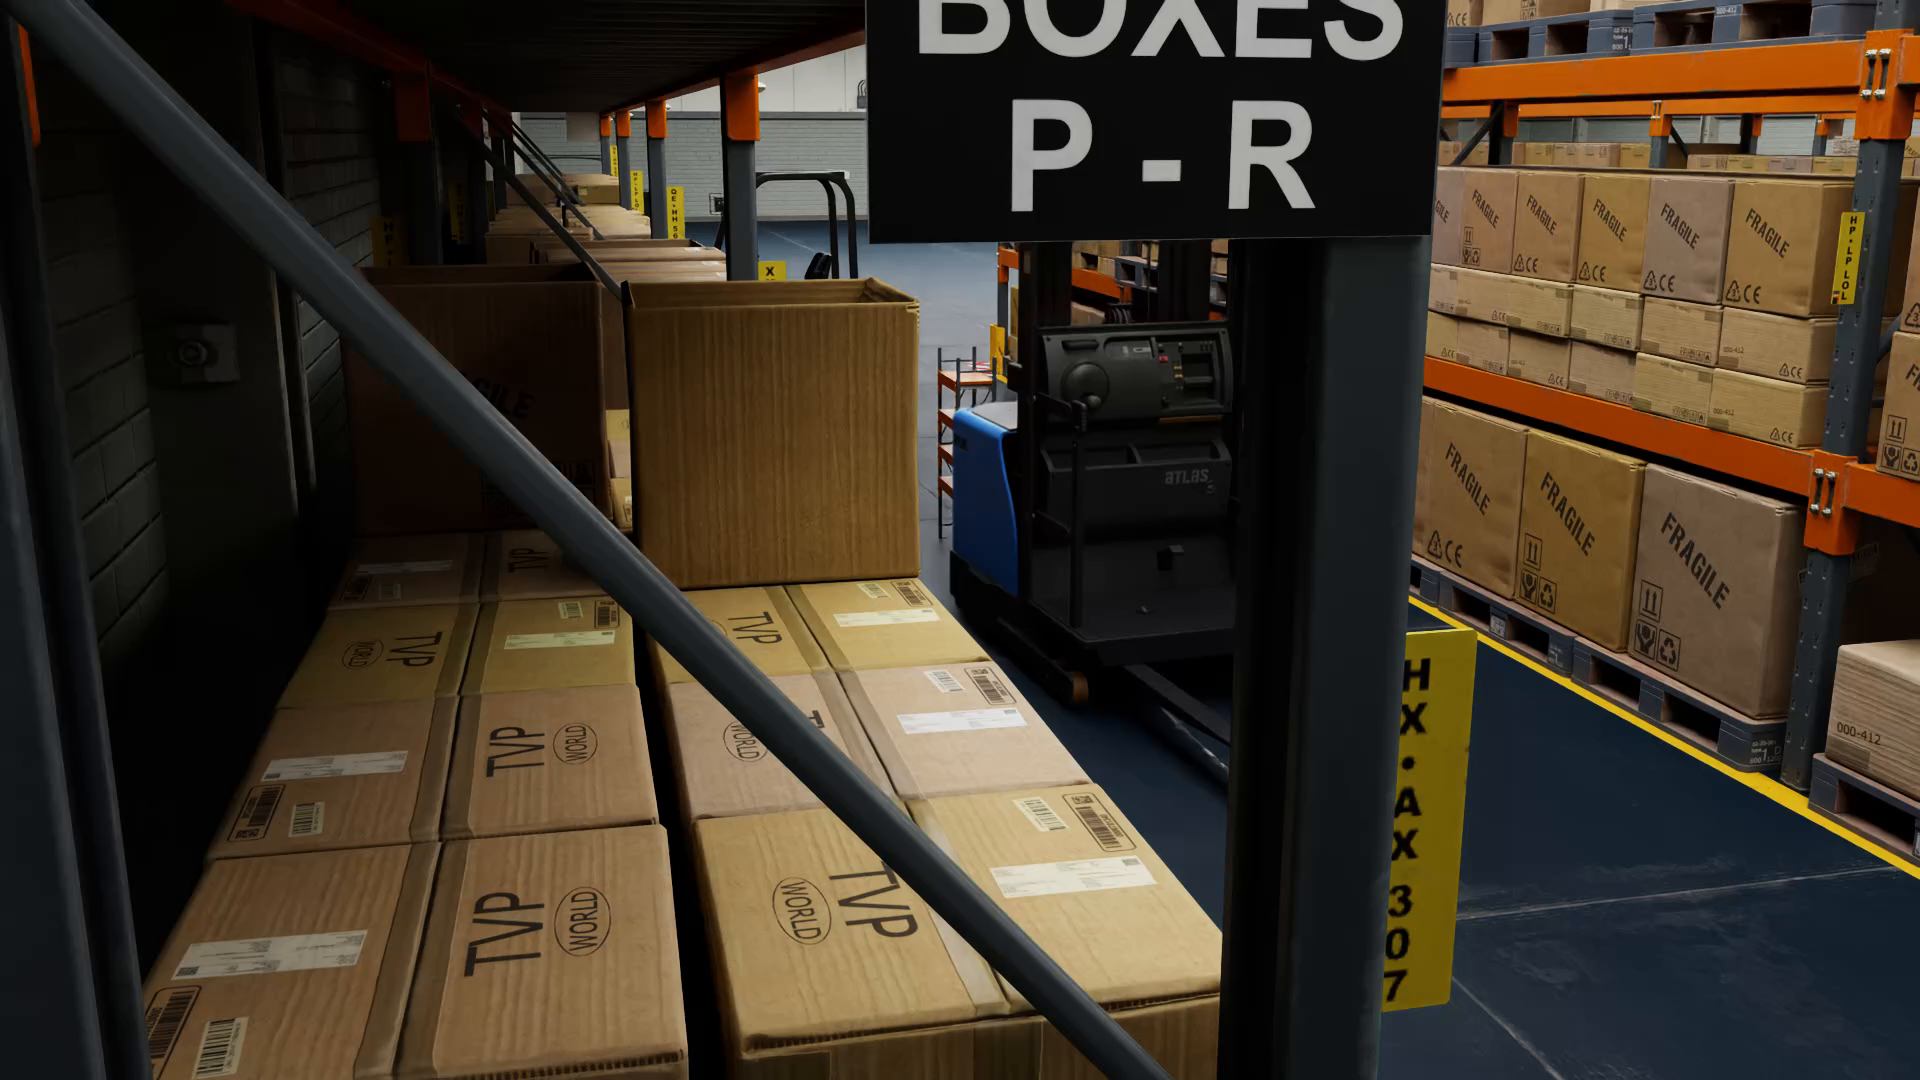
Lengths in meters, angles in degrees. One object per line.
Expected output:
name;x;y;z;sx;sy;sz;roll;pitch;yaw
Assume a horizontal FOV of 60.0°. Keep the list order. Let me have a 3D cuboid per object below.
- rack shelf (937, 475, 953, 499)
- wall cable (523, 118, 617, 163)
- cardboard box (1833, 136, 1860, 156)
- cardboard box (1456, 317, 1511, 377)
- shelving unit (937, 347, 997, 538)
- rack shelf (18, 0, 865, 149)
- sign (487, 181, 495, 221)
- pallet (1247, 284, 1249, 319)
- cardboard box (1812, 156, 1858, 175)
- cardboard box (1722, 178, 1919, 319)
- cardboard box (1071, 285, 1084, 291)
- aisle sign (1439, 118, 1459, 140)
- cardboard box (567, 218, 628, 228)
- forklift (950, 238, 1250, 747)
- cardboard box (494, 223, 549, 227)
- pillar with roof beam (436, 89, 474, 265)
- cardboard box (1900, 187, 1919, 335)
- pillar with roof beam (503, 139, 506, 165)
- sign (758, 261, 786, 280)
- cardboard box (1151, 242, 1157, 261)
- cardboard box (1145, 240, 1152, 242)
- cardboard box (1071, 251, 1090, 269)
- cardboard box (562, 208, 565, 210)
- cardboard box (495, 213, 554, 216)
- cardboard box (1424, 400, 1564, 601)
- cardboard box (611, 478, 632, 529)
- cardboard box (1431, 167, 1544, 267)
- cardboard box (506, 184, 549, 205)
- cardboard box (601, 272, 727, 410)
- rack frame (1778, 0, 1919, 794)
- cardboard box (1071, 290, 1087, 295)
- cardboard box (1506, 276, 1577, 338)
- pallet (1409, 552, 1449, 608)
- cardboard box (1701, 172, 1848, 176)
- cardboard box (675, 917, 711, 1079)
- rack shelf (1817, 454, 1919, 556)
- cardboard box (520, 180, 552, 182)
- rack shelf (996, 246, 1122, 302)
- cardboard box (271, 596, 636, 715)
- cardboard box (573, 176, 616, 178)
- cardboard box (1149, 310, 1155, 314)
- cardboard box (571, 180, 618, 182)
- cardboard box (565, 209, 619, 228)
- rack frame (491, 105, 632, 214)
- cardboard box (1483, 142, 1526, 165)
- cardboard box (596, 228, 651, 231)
rack shelf;0.039;-0.286;10.191;0.258;0.148;0.480;-3;14;-13
wall cable;-11.091;-11.879;46.630;3.097;2.526;0.112;-3;14;-13
cardboard box;10.395;-4.376;19.075;0.500;0.500;0.500;-3;14;-13
cardboard box;2.902;-1.003;8.528;0.500;0.250;0.500;-3;14;-11
shelving unit;0.039;-0.545;10.128;0.258;1.200;0.503;-3;14;-13
rack shelf;-0.638;-0.888;2.936;1.077;0.370;4.000;-3;14;-13
sign;-3.526;-2.515;12.409;0.100;0.325;0.005;-3;14;-13
pallet;2.506;-1.507;10.679;1.213;0.211;1.003;-3;14;-13
cardboard box;7.106;-2.732;12.972;0.700;0.500;0.500;-3;14;-14
cardboard box;3.367;-1.142;6.465;0.500;0.500;0.500;-3;14;-11
cardboard box;1.339;-2.349;17.052;0.500;0.500;0.500;-3;14;-13
aisle sign;5.377;-4.849;18.476;0.394;0.787;0.004;-3;14;-13
cardboard box;-2.304;-1.970;10.591;0.380;0.149;0.250;-3;14;-13
forklift;0.894;-0.786;7.470;1.130;2.935;3.031;-5;14;-18
cardboard box;-2.603;-1.826;10.004;0.380;0.149;0.250;-3;14;-14
pillar with roof beam;-0.454;-5.953;15.833;9.100;9.000;0.400;-3;14;-13
cardboard box;3.593;-0.930;5.595;0.500;0.500;0.500;-3;14;-13
pillar with roof beam;-3.272;-8.721;27.164;9.100;9.000;0.400;-3;14;-13
sign;-0.582;-0.694;5.123;0.100;0.325;0.005;-3;14;-13
cardboard box;1.710;-2.243;12.933;0.380;0.149;0.250;-3;14;-12
cardboard box;1.669;-2.637;13.180;0.500;0.500;0.500;-3;14;-12
cardboard box;1.224;-2.534;15.007;0.380;0.149;0.250;-3;14;-14
cardboard box;-3.443;-2.839;15.517;0.500;0.500;0.500;-3;14;-11
cardboard box;-2.929;-2.118;11.200;0.380;0.149;0.250;-3;14;-13
cardboard box;3.064;-0.244;8.696;0.875;0.875;0.875;-3;14;-13
cardboard box;-0.515;0.021;3.708;0.500;0.250;0.500;-3;14;-14
cardboard box;2.781;-1.735;8.889;0.500;0.500;0.500;-3;14;-13
cardboard box;-3.355;-2.652;12.757;0.380;0.149;0.250;-3;14;-13
cardboard box;-1.004;-0.618;5.541;0.700;0.500;0.500;-3;14;-12
rack frame;3.716;-0.519;6.231;1.000;3.000;0.127;-3;14;-13
cardboard box;0.952;-2.192;16.409;0.500;0.500;0.500;-4;14;-15
cardboard box;2.987;-1.128;7.988;0.500;0.250;0.500;-3;14;-12
pallet;2.889;0.099;9.577;1.003;0.211;1.213;-3;14;-13
cardboard box;3.630;-1.402;7.529;0.500;0.500;0.500;-4;14;-15
cardboard box;-0.179;0.598;2.190;0.380;0.149;0.250;-3;14;-14
rack shelf;4.186;0.292;4.428;1.077;0.370;4.000;-3;14;-13
cardboard box;-3.625;-2.949;13.974;0.380;0.149;0.250;-3;14;-14
rack shelf;1.368;-2.476;15.759;1.077;0.370;4.000;-3;14;-13
cardboard box;-0.766;0.285;2.630;0.500;0.250;0.500;-3;14;-11
cardboard box;-3.306;-3.217;15.072;0.380;0.149;0.250;-3;14;-12
cardboard box;1.961;-1.748;14.591;0.500;0.500;0.500;-3;14;-11
cardboard box;-3.039;-2.922;13.864;0.380;0.149;0.250;-4;14;-14
cardboard box;-2.606;-2.266;11.805;0.380;0.149;0.250;-3;14;-13
rack frame;-2.987;-2.087;12.649;1.000;3.000;0.127;-3;14;-13
cardboard box;5.953;-3.838;17.223;0.875;0.550;0.550;-3;14;-13
cardboard box;-1.900;-1.679;9.403;0.380;0.149;0.250;-3;14;-12
